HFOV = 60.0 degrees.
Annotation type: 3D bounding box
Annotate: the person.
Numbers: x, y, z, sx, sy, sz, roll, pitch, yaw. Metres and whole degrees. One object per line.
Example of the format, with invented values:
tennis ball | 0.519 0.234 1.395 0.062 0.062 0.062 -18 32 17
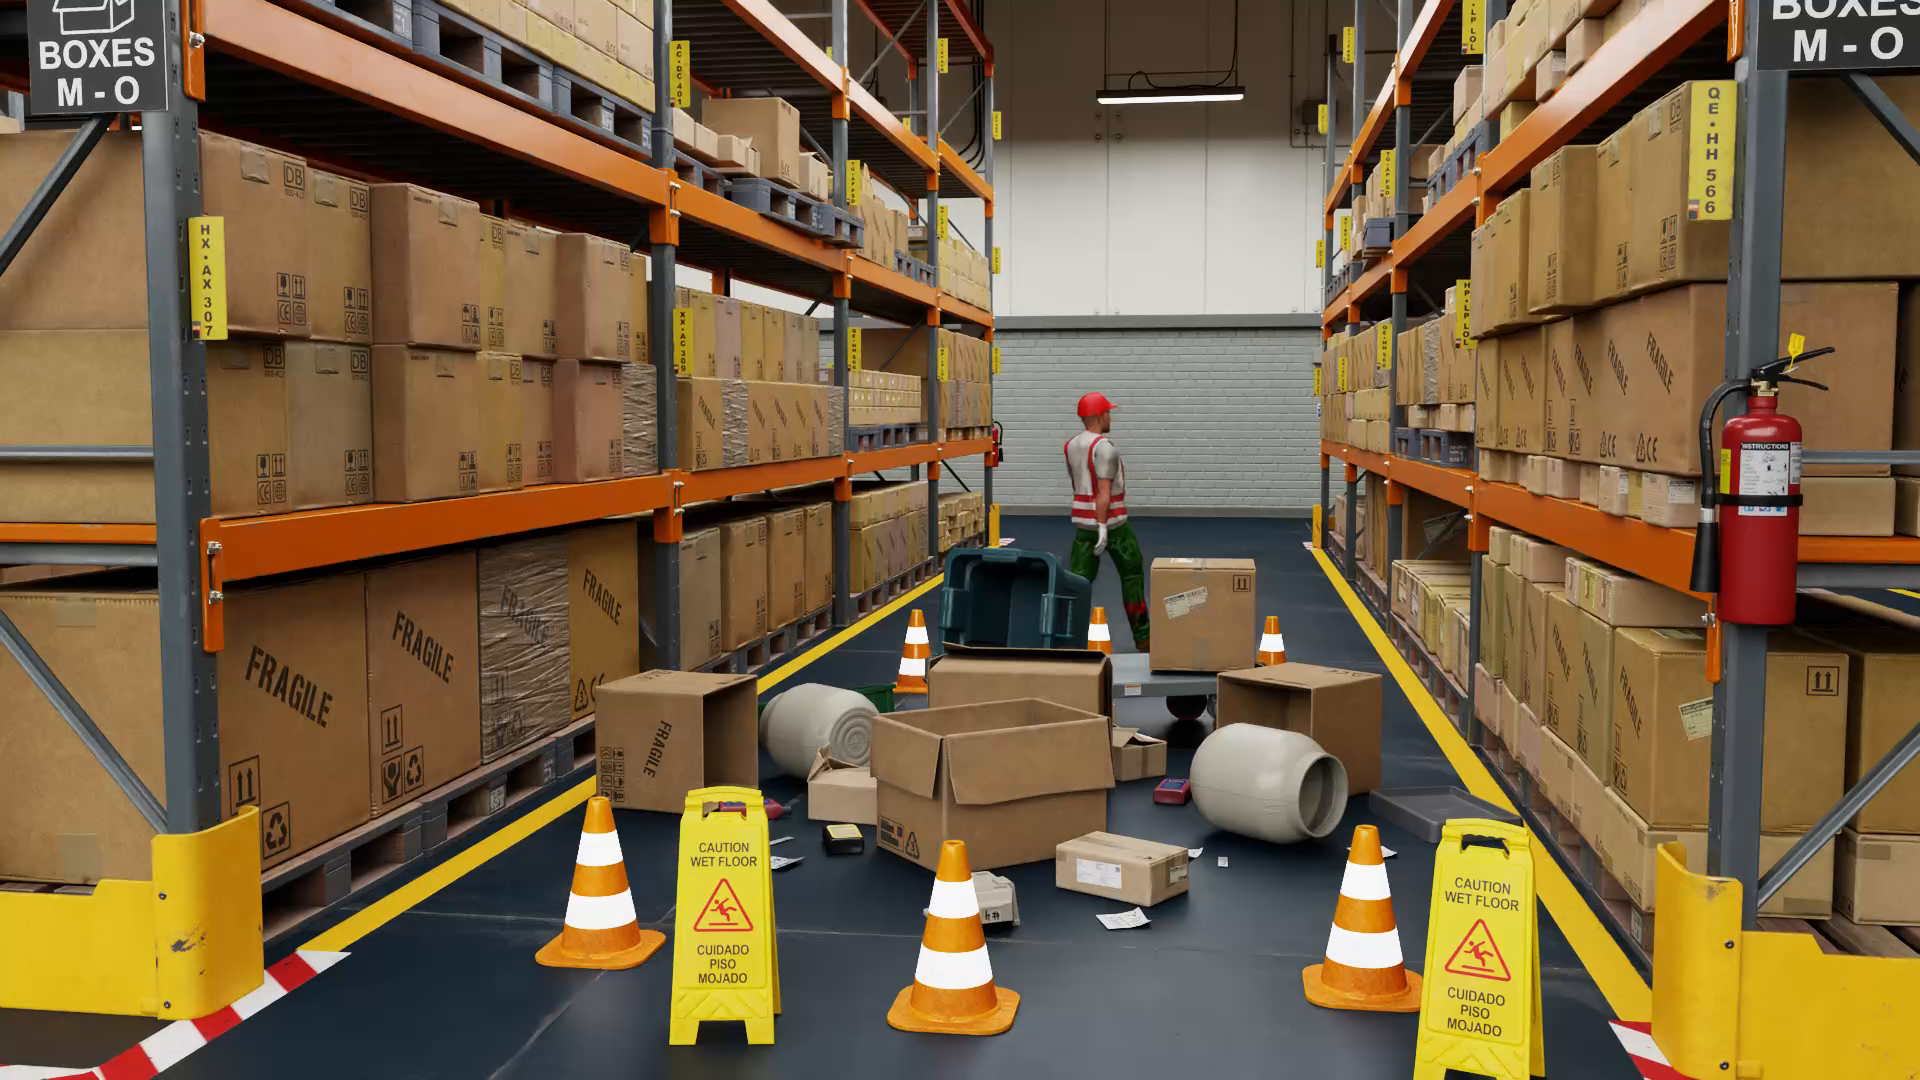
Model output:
person | 0.967 -0.118 11.193 1.040 1.746 0.536 -3 5 -36
